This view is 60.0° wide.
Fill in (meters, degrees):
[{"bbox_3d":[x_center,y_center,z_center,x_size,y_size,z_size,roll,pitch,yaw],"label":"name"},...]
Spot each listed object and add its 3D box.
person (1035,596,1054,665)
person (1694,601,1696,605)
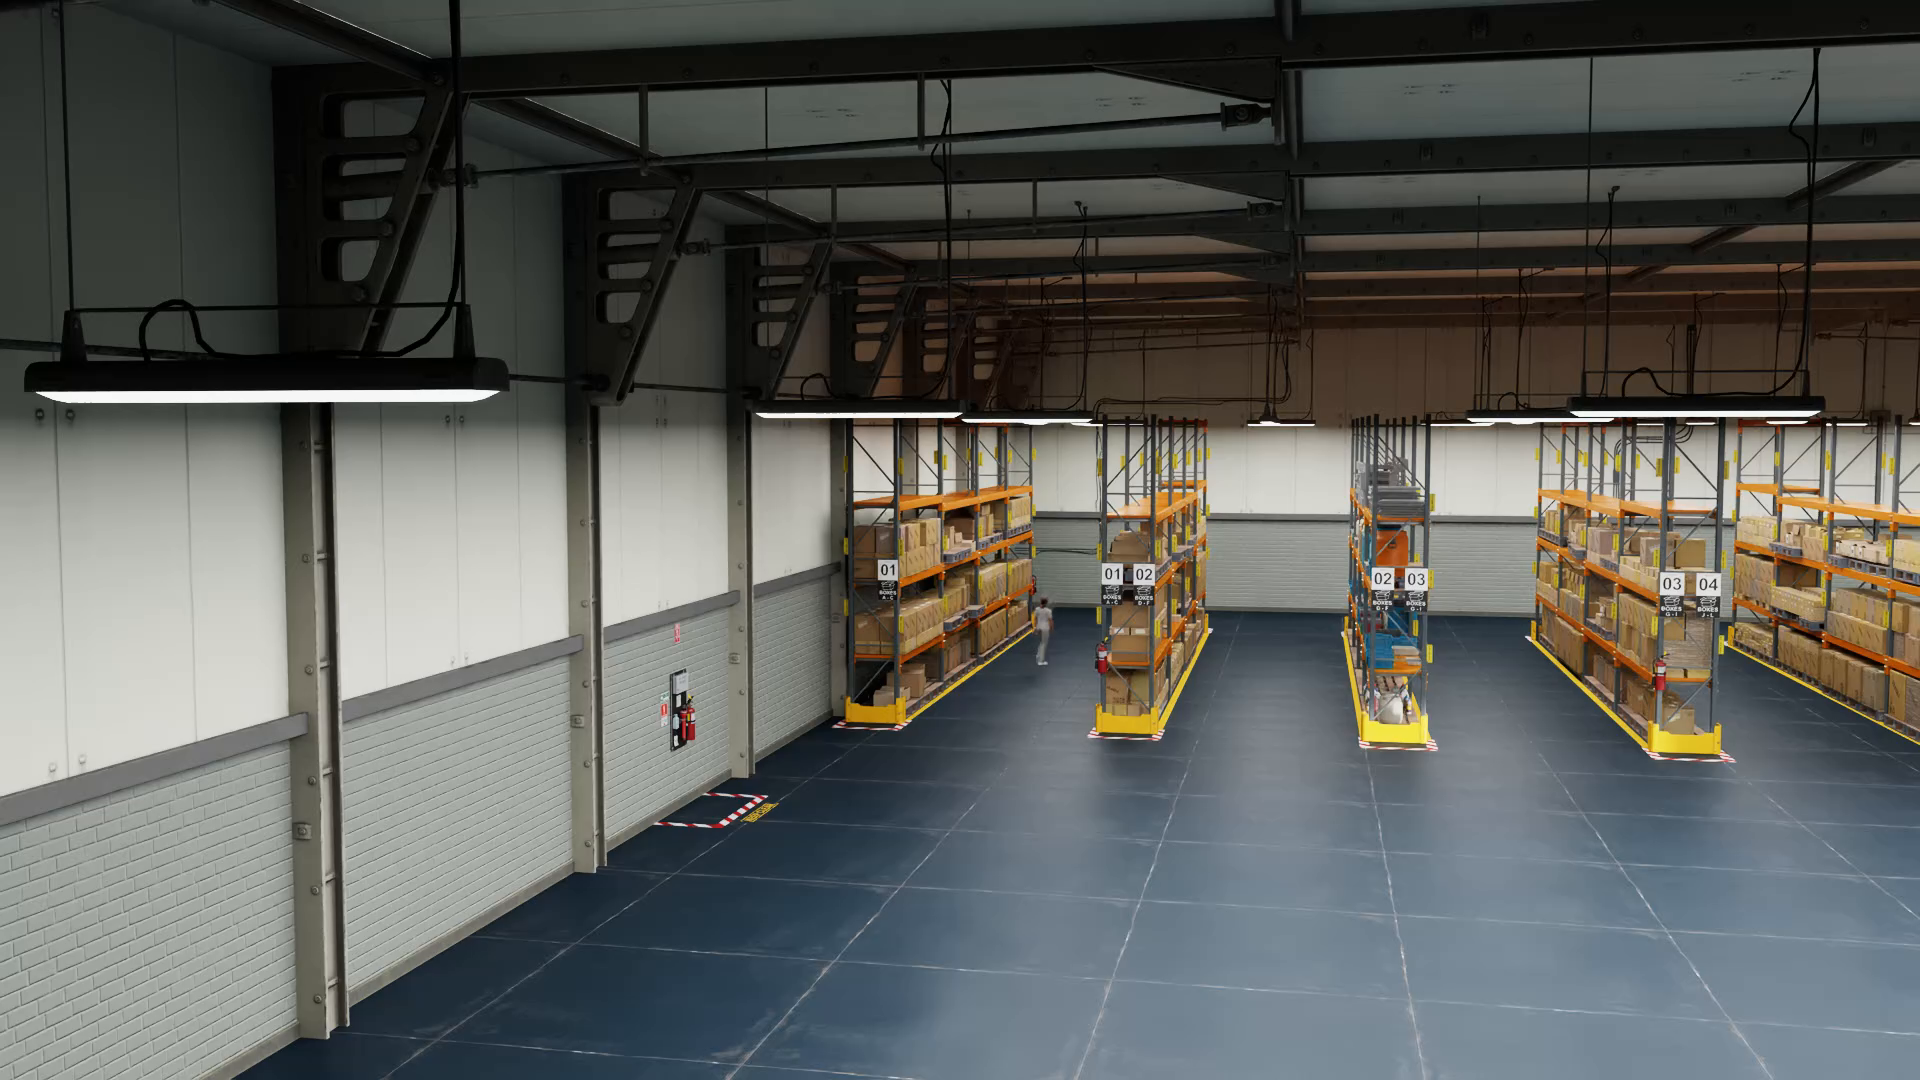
[{"bbox_3d":[2.033,2.169,39.615,0.463,1.646,0.448,-3,5,-39],"label":"person"},{"bbox_3d":[17.720,2.235,40.098,0.907,1.604,0.506,-3,5,-33],"label":"person"}]
